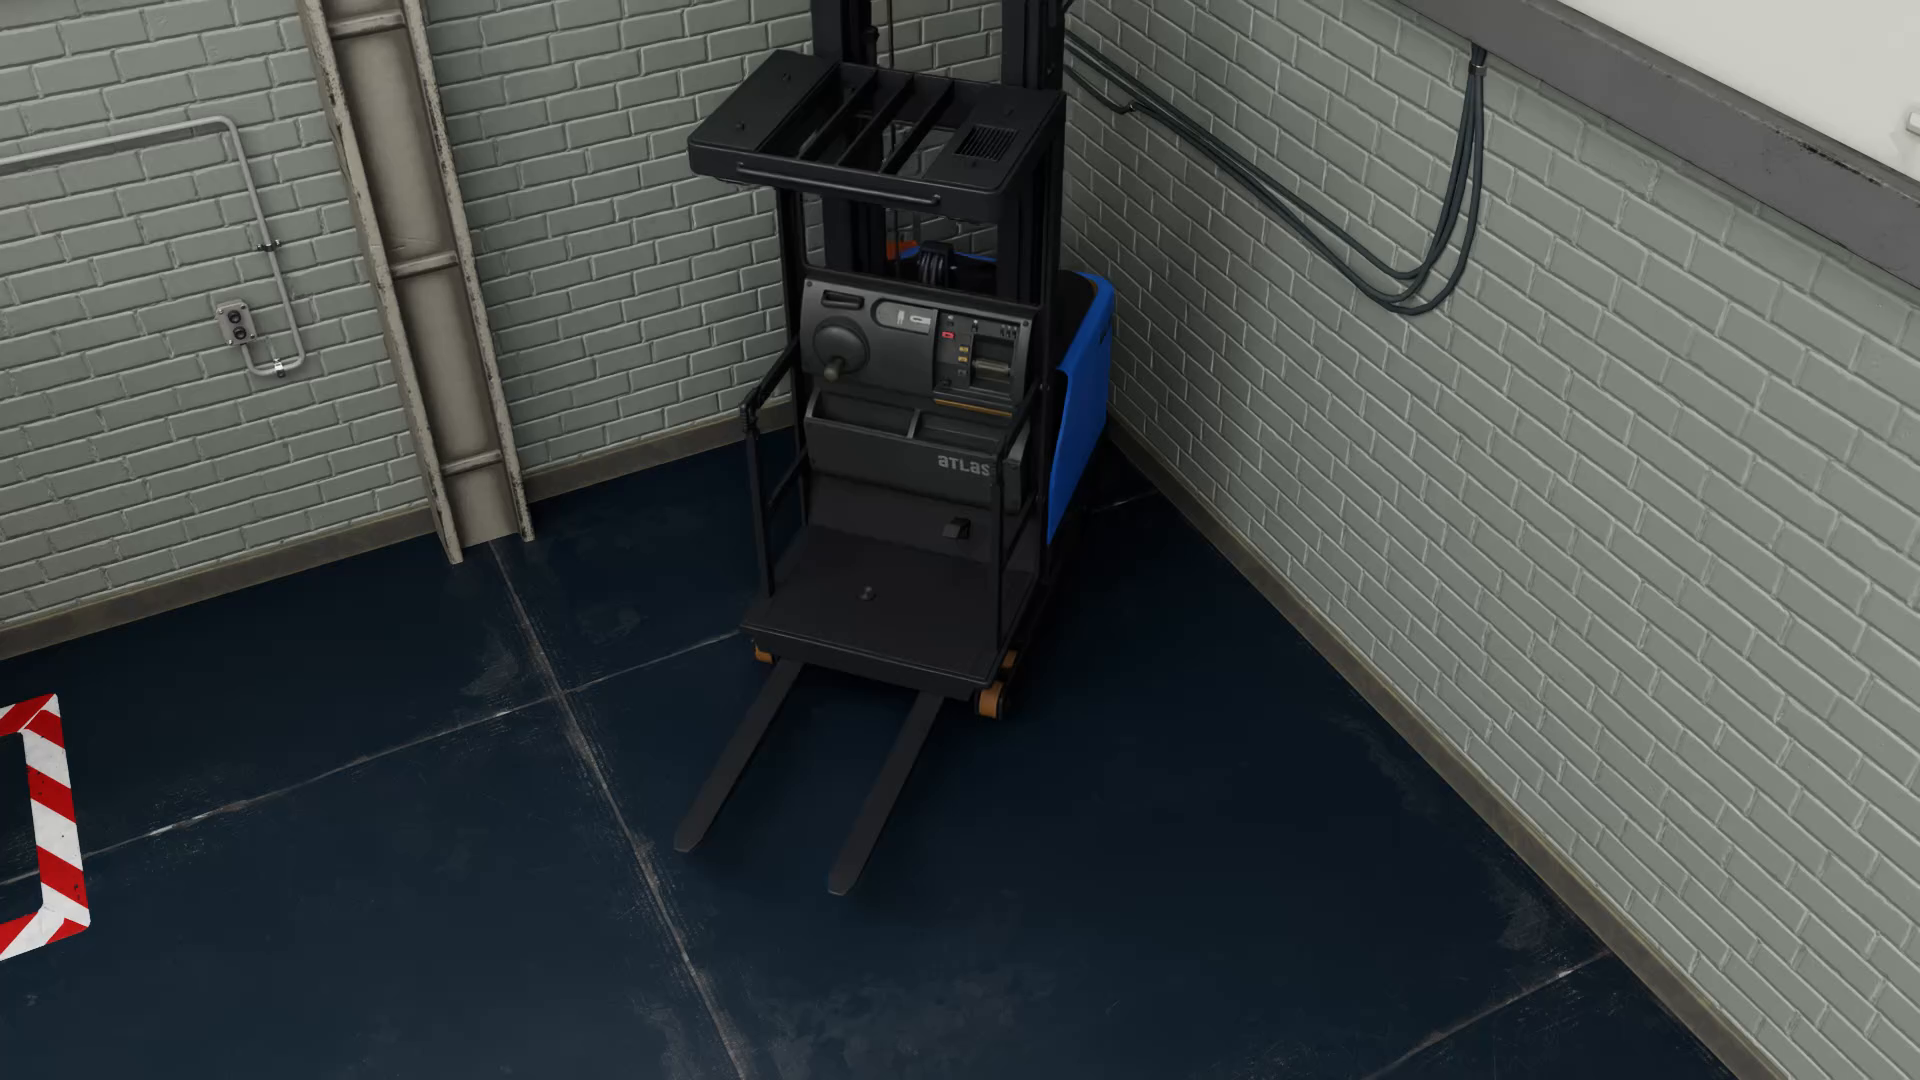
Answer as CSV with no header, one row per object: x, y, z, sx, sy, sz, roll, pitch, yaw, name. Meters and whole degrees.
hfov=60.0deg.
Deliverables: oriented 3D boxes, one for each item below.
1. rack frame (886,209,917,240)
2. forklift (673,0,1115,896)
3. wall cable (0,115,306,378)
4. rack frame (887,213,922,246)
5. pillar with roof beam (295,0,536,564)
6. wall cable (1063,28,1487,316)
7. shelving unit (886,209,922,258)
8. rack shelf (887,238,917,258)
-0.320,-1.156,8.175,0.240,1.200,0.006,-5,40,-6,rack frame
-0.244,-0.681,6.275,1.130,2.935,3.031,12,42,14,forklift
-3.517,-1.190,6.037,1.851,1.984,0.084,-19,44,-21,wall cable
-0.297,-1.038,8.037,0.240,1.200,0.006,-5,40,-6,rack frame
-0.232,-1.003,1.958,0.400,9.000,9.100,-19,44,-21,pillar with roof beam
0.966,-2.466,6.090,0.112,2.526,3.097,-19,44,-21,wall cable
-0.309,-1.097,8.106,0.258,1.200,0.189,-5,40,-6,shelving unit
-0.309,-1.338,7.902,0.258,0.103,0.180,-5,40,-6,rack shelf
